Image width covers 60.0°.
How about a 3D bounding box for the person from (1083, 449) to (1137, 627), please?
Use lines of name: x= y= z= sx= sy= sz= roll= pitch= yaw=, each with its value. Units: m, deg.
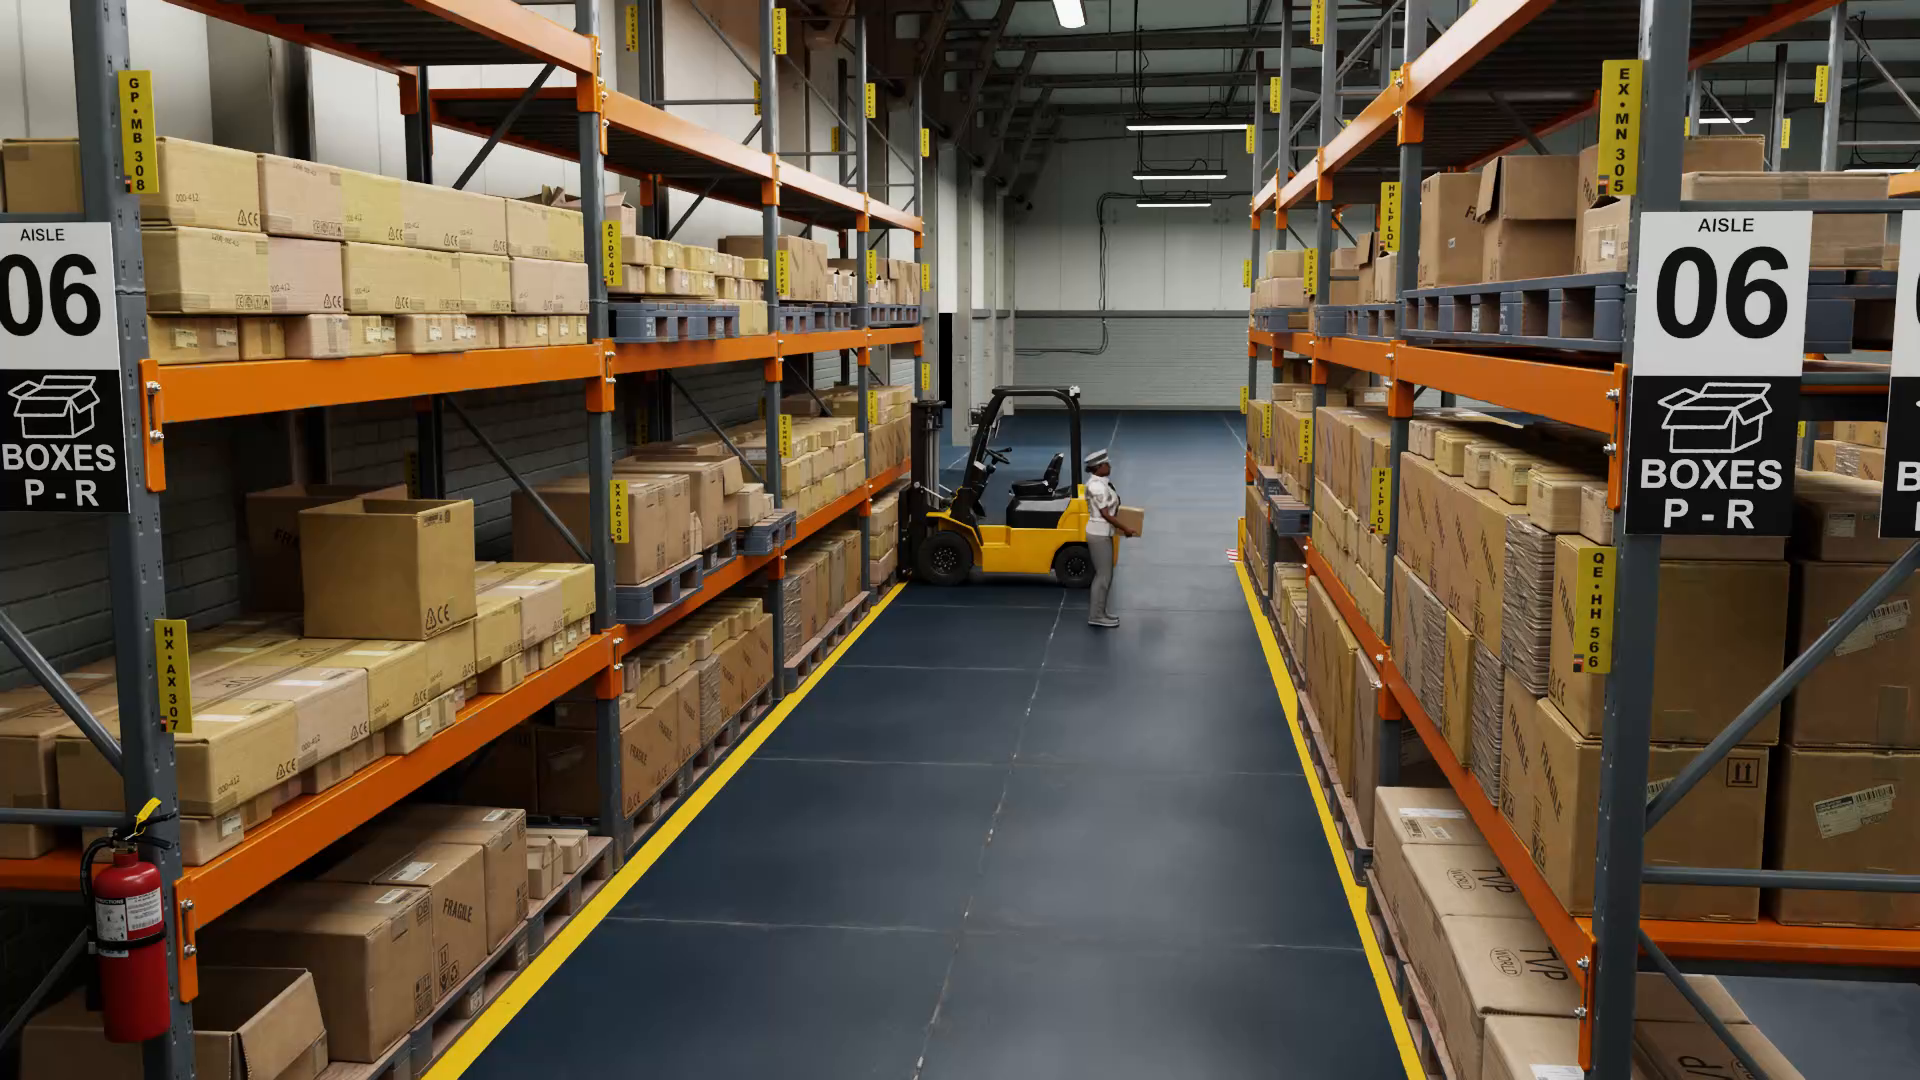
person: x=1.439 y=-0.028 z=15.924 sx=0.527 sy=1.689 sz=0.451 roll=1 pitch=8 yaw=7
